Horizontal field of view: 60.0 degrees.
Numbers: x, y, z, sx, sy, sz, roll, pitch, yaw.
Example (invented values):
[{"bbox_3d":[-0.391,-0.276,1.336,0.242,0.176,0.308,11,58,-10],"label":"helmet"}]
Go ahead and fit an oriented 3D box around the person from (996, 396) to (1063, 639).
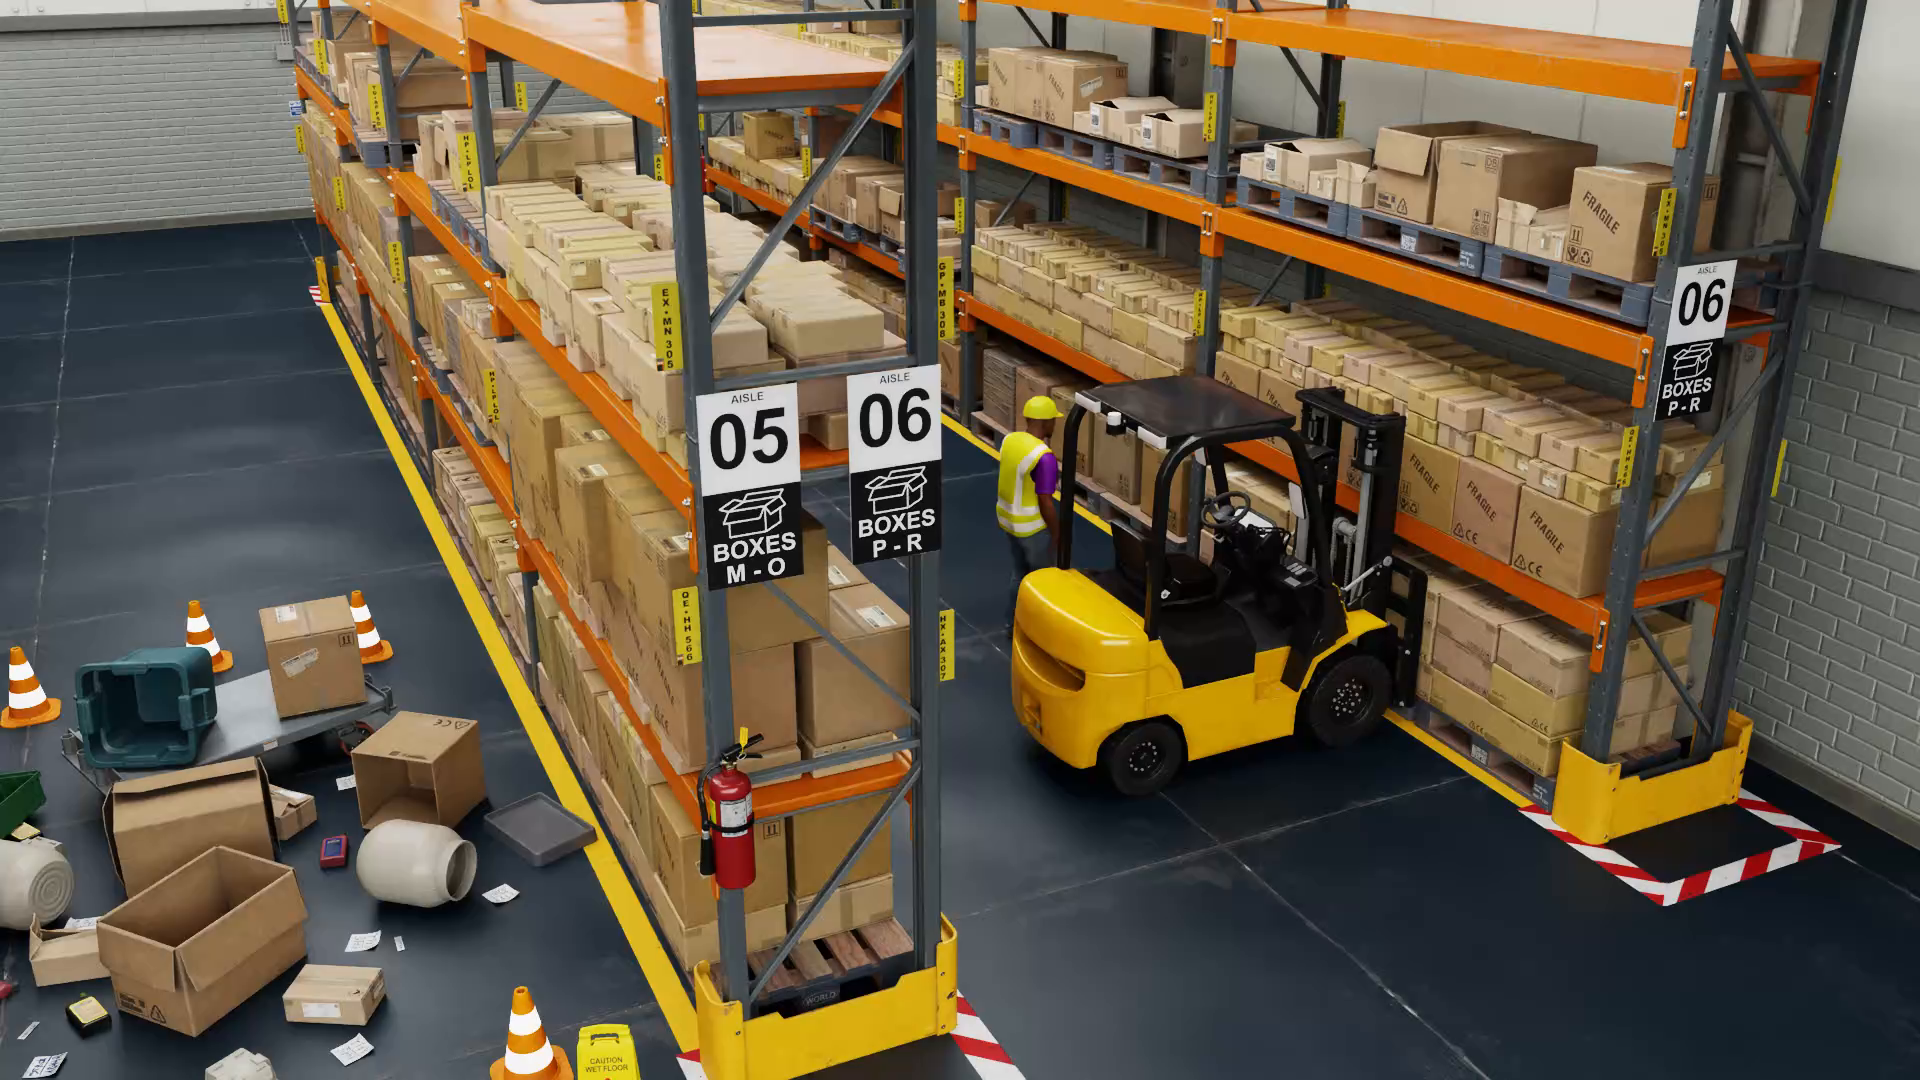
[{"bbox_3d":[0.491,-0.118,11.290,0.451,1.761,0.609,-11,25,-25],"label":"person"}]
